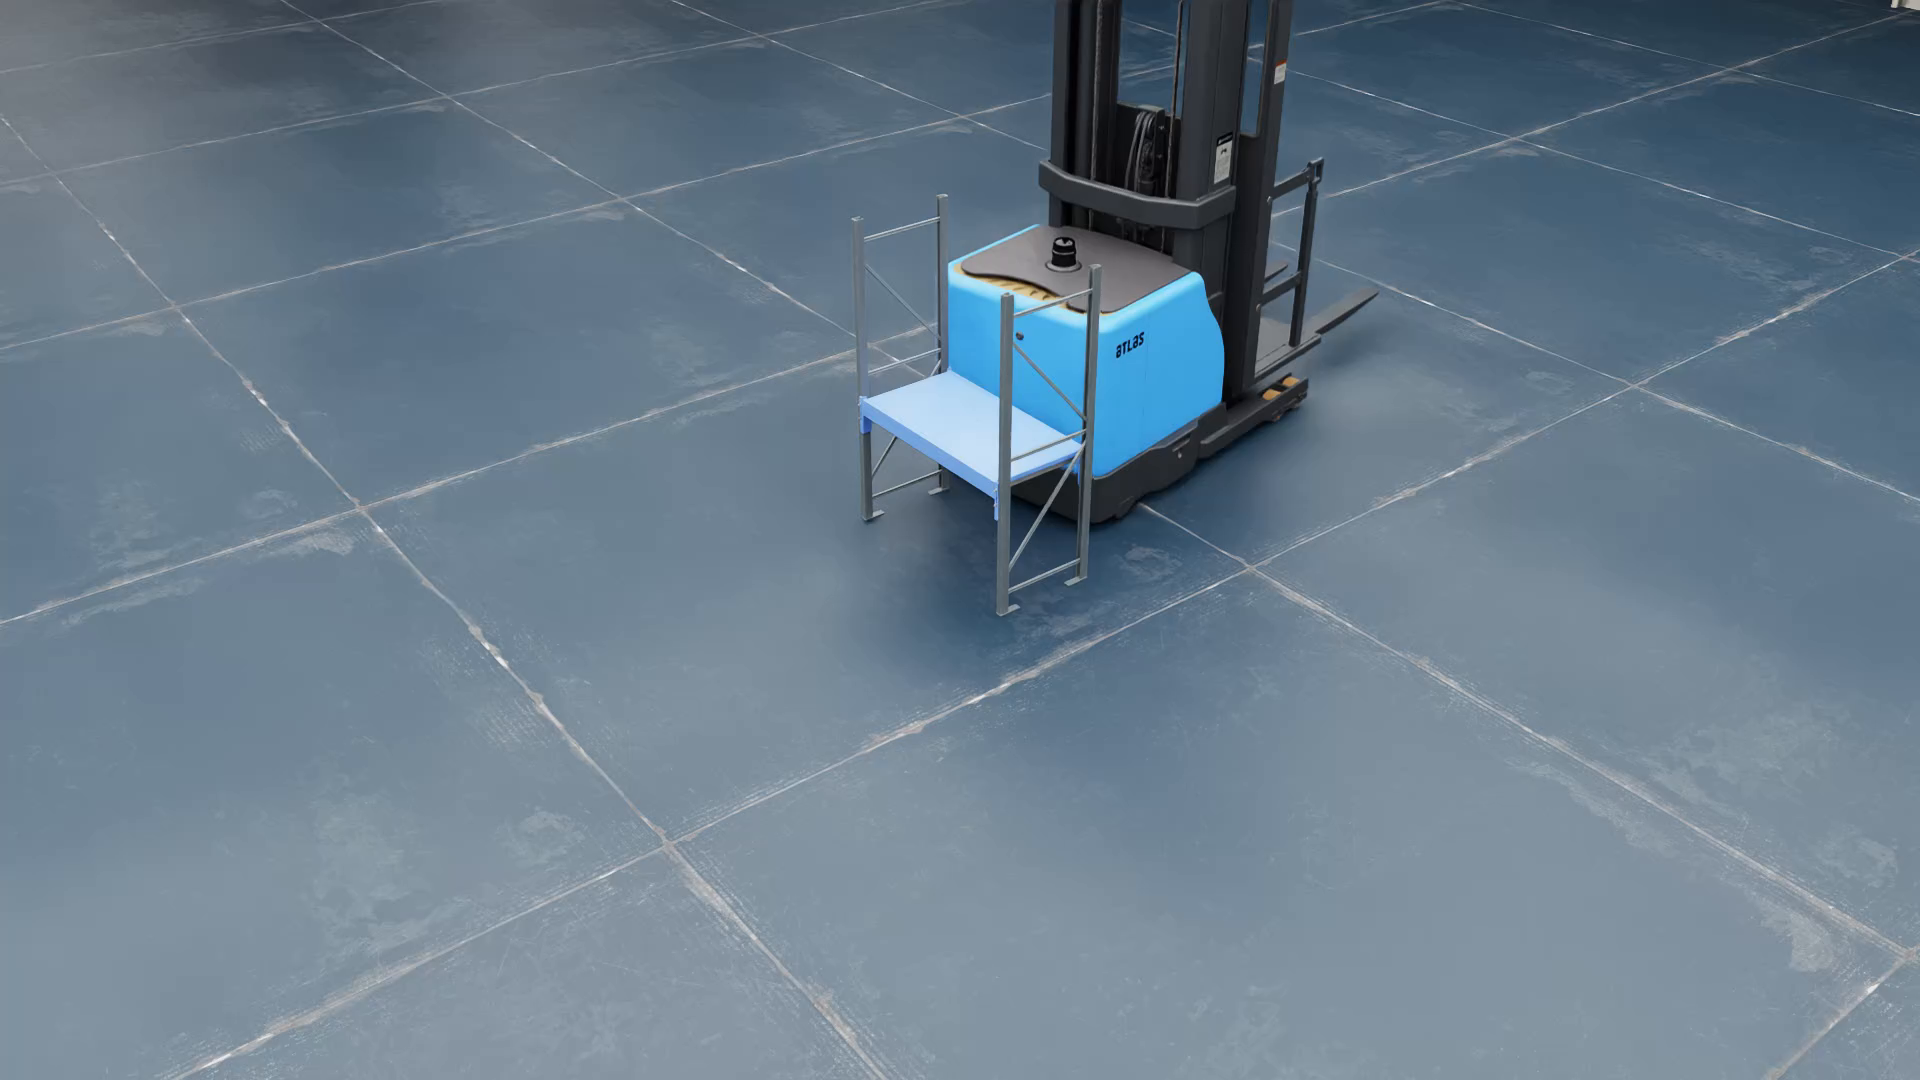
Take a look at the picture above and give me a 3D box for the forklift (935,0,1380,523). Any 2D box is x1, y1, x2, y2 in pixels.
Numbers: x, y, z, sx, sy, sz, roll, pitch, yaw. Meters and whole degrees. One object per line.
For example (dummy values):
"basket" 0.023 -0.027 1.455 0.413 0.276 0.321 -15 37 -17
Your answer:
"forklift" 1.206 -2.024 8.230 1.130 2.935 3.031 24 39 34

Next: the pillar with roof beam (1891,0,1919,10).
"pillar with roof beam" 5.810 -7.539 11.359 9.100 9.000 0.400 -22 38 -31

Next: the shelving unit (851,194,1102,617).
"shelving unit" 0.052 -0.602 7.297 0.538 1.500 1.048 -22 38 -31

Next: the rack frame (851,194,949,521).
"rack frame" -0.259 -0.813 7.638 0.500 1.500 0.032 -22 38 -31

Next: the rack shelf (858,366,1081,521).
"rack shelf" 0.052 -0.449 7.392 0.538 0.185 1.000 -22 38 -31

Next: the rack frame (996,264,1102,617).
"rack frame" 0.364 -0.390 6.956 0.500 1.500 0.032 -22 38 -31
